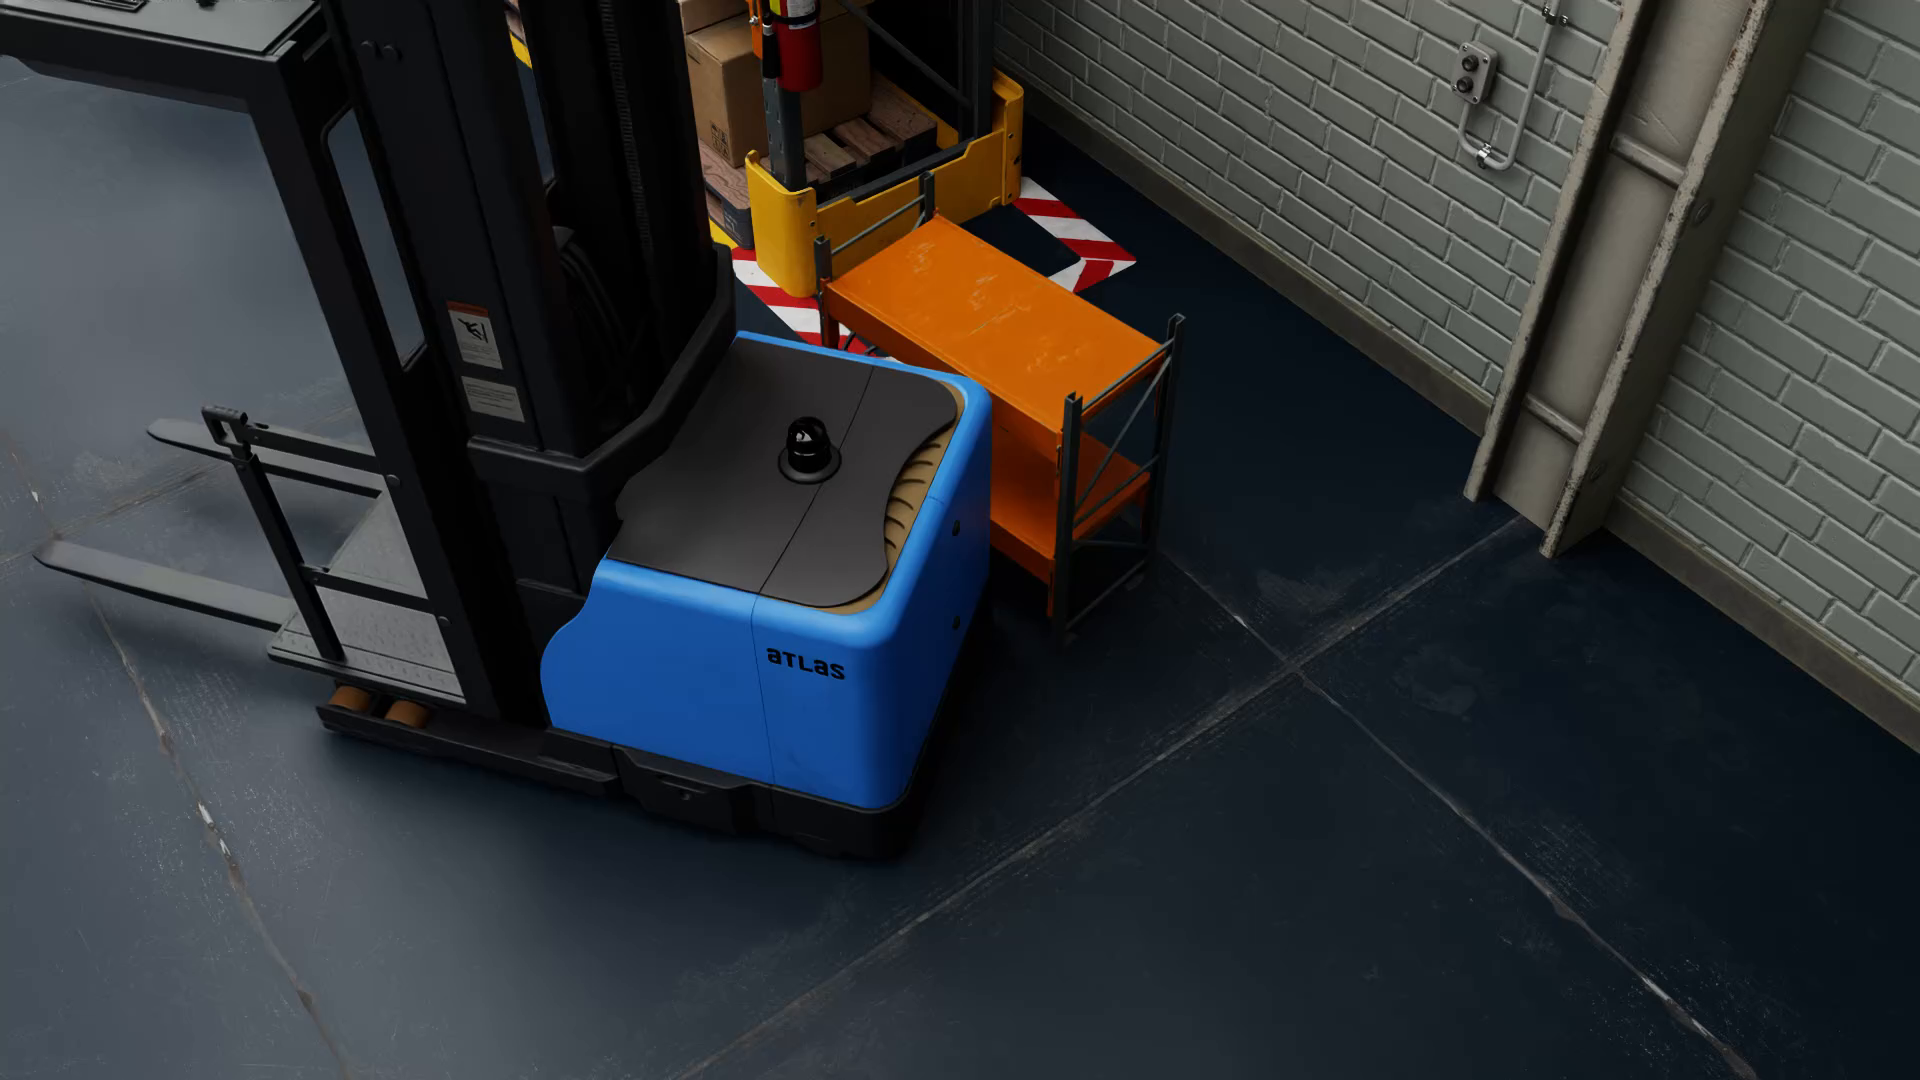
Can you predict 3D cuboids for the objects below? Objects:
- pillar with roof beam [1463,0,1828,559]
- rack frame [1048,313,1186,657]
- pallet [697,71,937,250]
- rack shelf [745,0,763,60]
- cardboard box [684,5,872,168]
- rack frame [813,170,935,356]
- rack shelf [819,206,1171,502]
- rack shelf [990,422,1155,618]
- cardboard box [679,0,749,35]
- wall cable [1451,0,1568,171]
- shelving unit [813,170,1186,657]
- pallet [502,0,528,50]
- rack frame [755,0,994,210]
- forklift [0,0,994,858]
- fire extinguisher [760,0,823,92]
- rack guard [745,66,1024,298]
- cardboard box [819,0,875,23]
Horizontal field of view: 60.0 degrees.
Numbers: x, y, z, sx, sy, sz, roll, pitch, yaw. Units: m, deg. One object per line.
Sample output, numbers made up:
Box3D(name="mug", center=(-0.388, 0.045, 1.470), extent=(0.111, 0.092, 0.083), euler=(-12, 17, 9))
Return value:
Box3D(name="pillar with roof beam", center=(-1.403, -1.208, 0.771), extent=(9.100, 9.000, 0.400), euler=(-29, 54, -24))
Box3D(name="rack frame", center=(0.472, -0.141, 5.118), extent=(0.032, 1.125, 0.500), euler=(35, 57, 28))
Box3D(name="pallet", center=(-0.846, -1.828, 7.265), extent=(1.003, 0.211, 1.213), euler=(-29, 54, -24))
Box3D(name="rack shelf", center=(-1.511, -3.266, 7.172), extent=(1.077, 0.370, 4.000), euler=(-29, 54, -24))
Box3D(name="cardboard box", center=(-0.803, -1.998, 6.940), extent=(0.700, 0.500, 0.500), euler=(-29, 54, -24))
Box3D(name="rack frame", center=(-0.264, -0.661, 5.590), extent=(0.032, 1.125, 0.500), euler=(35, 57, 28))
Box3D(name="rack shelf", center=(0.104, -0.597, 5.137), extent=(1.000, 0.278, 0.538), euler=(35, 57, 28))
Box3D(name="rack shelf", center=(0.104, -0.236, 5.535), extent=(1.000, 0.278, 0.538), euler=(35, 57, 28))
Box3D(name="cardboard box", center=(-1.026, -2.210, 6.694), extent=(0.380, 0.149, 0.250), euler=(-30, 54, -24))
Box3D(name="wall cable", center=(1.228, -2.339, 5.160), extent=(0.084, 1.984, 1.851), euler=(-29, 54, -24))
Box3D(name="shelving unit", center=(0.104, -0.401, 5.354), extent=(1.048, 1.125, 0.538), euler=(35, 57, 28))
Box3D(name="pallet", center=(-1.581, -2.547, 7.917), extent=(1.003, 0.211, 1.213), euler=(-29, 54, -24))
Box3D(name="rack frame", center=(-0.300, -2.328, 5.836), extent=(1.000, 3.000, 0.127), euler=(-29, 54, -24))
Box3D(name="forklift", center=(-1.469, -0.692, 4.399), extent=(3.031, 2.935, 1.130), euler=(13, 49, 11))
Box3D(name="fire extinguisher", center=(-0.576, -1.881, 5.735), extent=(0.296, 0.674, 0.183), euler=(-29, 54, -24))
Box3D(name="rack guard", center=(-0.285, -1.475, 6.750), extent=(1.175, 0.500, 0.348), euler=(-29, 54, -24))
Box3D(name="cardboard box", center=(-0.568, -2.232, 6.714), extent=(0.380, 0.149, 0.250), euler=(-29, 54, -24))
